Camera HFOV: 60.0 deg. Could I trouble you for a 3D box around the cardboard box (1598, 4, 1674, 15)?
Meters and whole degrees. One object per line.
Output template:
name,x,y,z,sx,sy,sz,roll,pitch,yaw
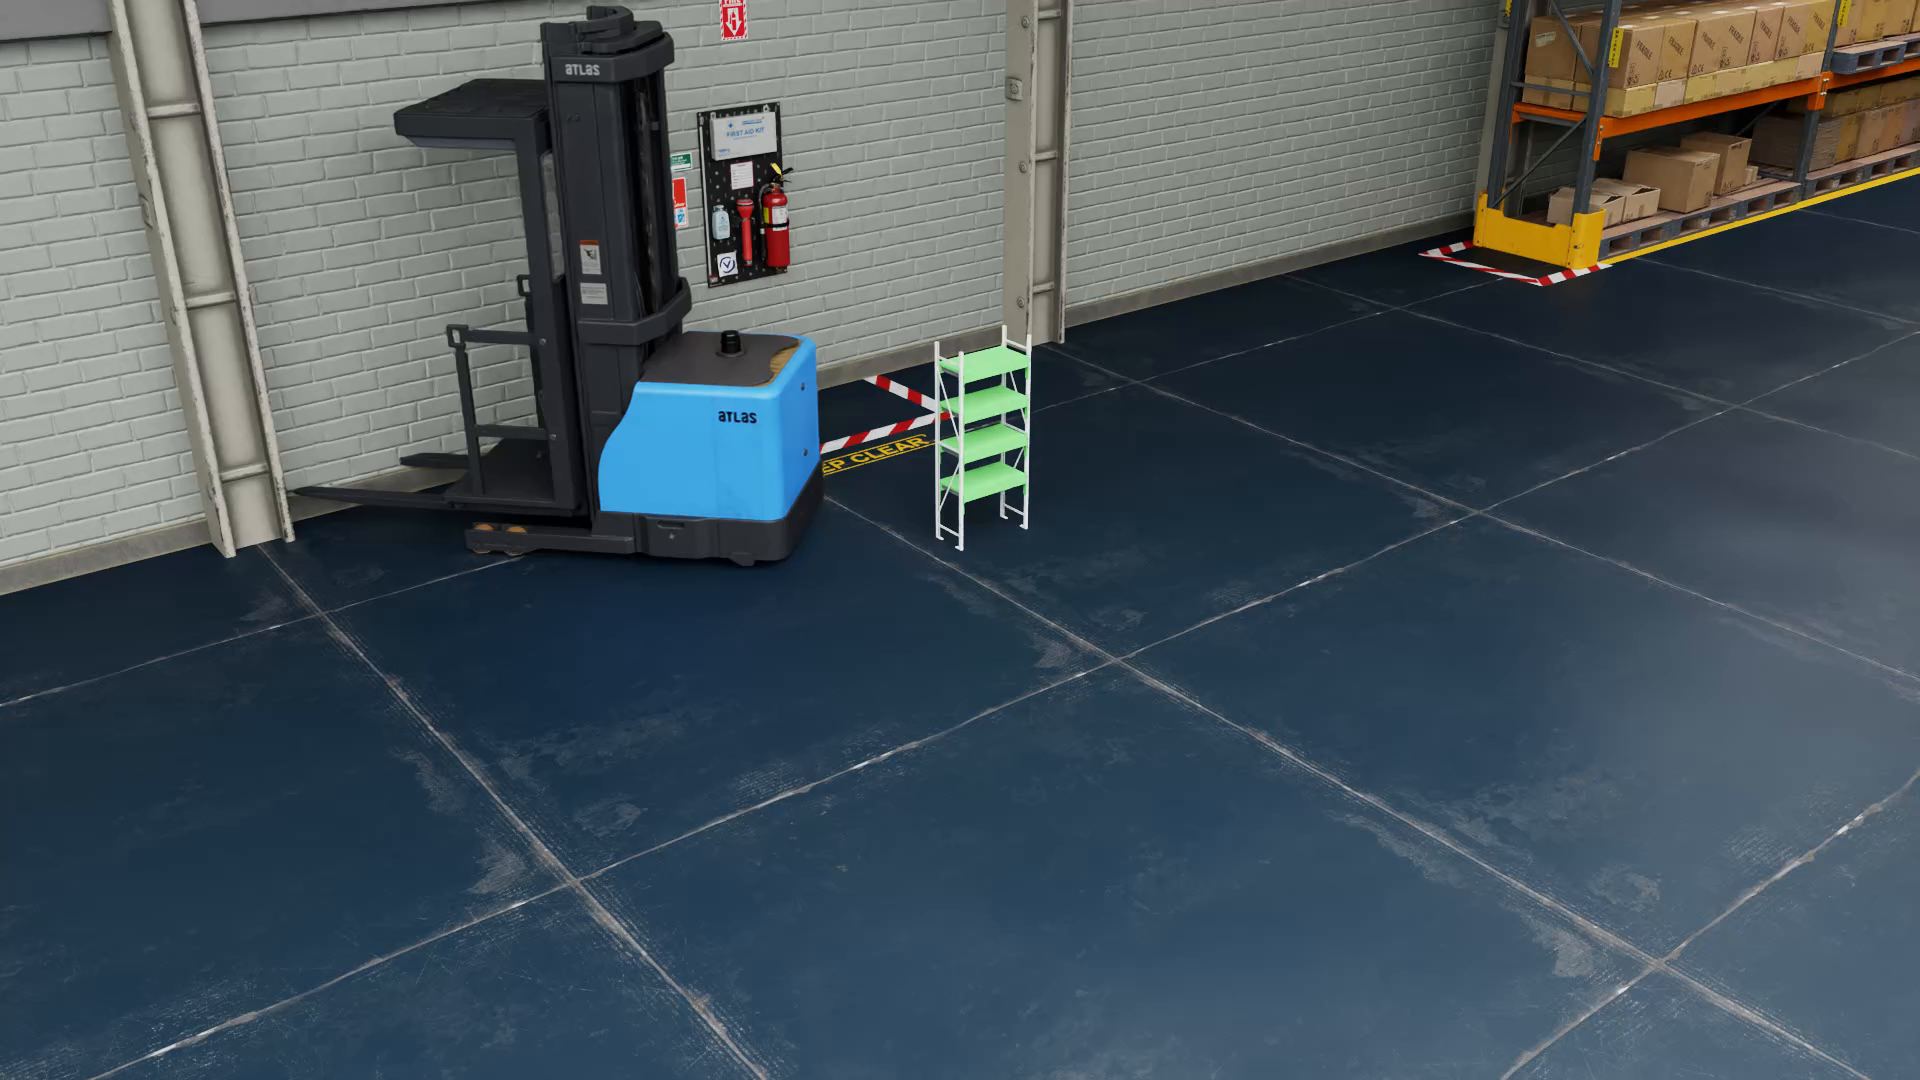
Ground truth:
cardboard box,6.329,-4.746,15.676,0.500,0.500,0.500,-19,31,-35

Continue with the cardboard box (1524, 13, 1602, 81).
cardboard box,5.522,-4.483,15.109,0.500,0.500,0.500,-19,31,-35

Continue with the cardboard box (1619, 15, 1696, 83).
cardboard box,6.239,-4.439,15.016,0.500,0.500,0.500,-18,30,-34

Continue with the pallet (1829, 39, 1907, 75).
pallet,9.121,-5.111,17.427,1.213,0.211,1.003,-18,31,-34

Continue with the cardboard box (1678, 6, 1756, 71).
cardboard box,7.048,-4.709,15.598,0.500,0.500,0.500,-17,30,-32

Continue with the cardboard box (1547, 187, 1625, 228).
cardboard box,5.882,-3.138,15.620,0.500,0.311,0.500,-23,33,-40

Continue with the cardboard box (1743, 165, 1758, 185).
cardboard box,8.028,-3.813,17.246,0.380,0.166,0.250,22,33,39

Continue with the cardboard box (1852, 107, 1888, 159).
cardboard box,9.801,-4.580,18.502,0.500,0.500,0.700,-18,30,-33

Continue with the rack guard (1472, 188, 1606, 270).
rack guard,5.342,-2.894,15.393,0.348,0.500,1.175,-18,31,-34

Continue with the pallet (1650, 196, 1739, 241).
pallet,6.963,-3.278,16.562,1.213,0.211,1.003,-18,31,-34

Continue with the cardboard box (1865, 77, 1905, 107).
cardboard box,10.154,-5.026,18.571,0.500,0.250,0.500,-18,31,-34

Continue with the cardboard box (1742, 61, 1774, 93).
cardboard box,7.461,-4.503,16.043,0.500,0.250,0.500,-18,31,-34

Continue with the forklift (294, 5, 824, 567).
forklift,-2.396,-1.453,9.400,3.031,2.935,1.130,4,25,8

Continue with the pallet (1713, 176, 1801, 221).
pallet,7.923,-3.596,17.249,1.213,0.211,1.003,-18,31,-34

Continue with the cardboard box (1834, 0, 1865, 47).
cardboard box,8.852,-5.413,17.210,0.500,0.500,0.700,-18,30,-34

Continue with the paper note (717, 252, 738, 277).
paper note,-1.572,-1.866,11.254,0.142,0.148,0.016,-18,31,-34

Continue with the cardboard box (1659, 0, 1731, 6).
cardboard box,7.126,-5.015,16.256,0.500,0.500,0.500,-17,30,-33

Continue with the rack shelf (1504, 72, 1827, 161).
rack shelf,6.856,-4.202,16.095,4.000,0.370,1.077,-18,31,-34

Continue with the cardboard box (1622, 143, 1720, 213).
cardboard box,6.939,-3.546,16.275,0.500,0.500,0.700,-21,32,-37

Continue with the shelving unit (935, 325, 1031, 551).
shelving unit,0.130,-0.587,9.590,0.503,1.200,0.258,-18,31,-34

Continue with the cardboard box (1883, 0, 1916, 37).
cardboard box,9.795,-5.738,17.908,0.500,0.500,0.700,-14,28,-27

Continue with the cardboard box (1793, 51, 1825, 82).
cardboard box,8.244,-4.765,16.609,0.500,0.250,0.500,-18,30,-34

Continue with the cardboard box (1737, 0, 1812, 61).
cardboard box,7.860,-4.972,16.163,0.500,0.500,0.500,-18,31,-34

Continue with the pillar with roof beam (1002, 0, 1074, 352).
pillar with roof beam,3.234,-4.213,8.139,0.400,9.000,9.100,-18,31,-34

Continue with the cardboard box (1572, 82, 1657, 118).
cardboard box,5.862,-3.971,14.898,0.500,0.250,0.500,-19,31,-35

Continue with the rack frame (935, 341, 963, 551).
rack frame,-0.062,-0.524,9.453,0.015,1.200,0.240,-18,31,-34

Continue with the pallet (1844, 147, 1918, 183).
pallet,10.002,-4.304,18.773,1.213,0.211,1.003,-18,31,-34

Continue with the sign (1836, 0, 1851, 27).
sign,8.771,-5.262,16.497,0.005,0.325,0.100,-18,31,-34

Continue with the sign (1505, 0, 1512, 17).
sign,4.956,-4.866,14.921,0.005,0.325,0.100,-18,31,-34

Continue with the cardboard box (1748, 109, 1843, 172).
cardboard box,8.999,-4.310,17.920,0.500,0.500,0.700,-17,30,-32

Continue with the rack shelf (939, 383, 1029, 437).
rack shelf,0.130,-0.747,9.516,0.480,0.148,0.258,-18,31,-34

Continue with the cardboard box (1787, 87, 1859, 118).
cardboard box,9.343,-4.766,18.011,0.500,0.250,0.500,-19,31,-35

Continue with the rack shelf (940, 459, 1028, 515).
rack shelf,0.130,-0.312,9.718,0.480,0.148,0.258,-18,31,-34

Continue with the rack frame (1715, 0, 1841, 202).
rack frame,8.430,-5.048,17.063,0.127,3.000,1.000,-18,31,-34

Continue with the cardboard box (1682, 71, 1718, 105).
cardboard box,6.667,-4.241,15.479,0.500,0.250,0.500,-19,31,-35

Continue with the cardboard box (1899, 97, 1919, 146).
cardboard box,10.566,-4.853,19.090,0.500,0.500,0.700,-18,31,-34

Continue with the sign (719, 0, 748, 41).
sign,-1.458,-3.371,10.697,0.199,0.298,0.001,-18,31,-34
